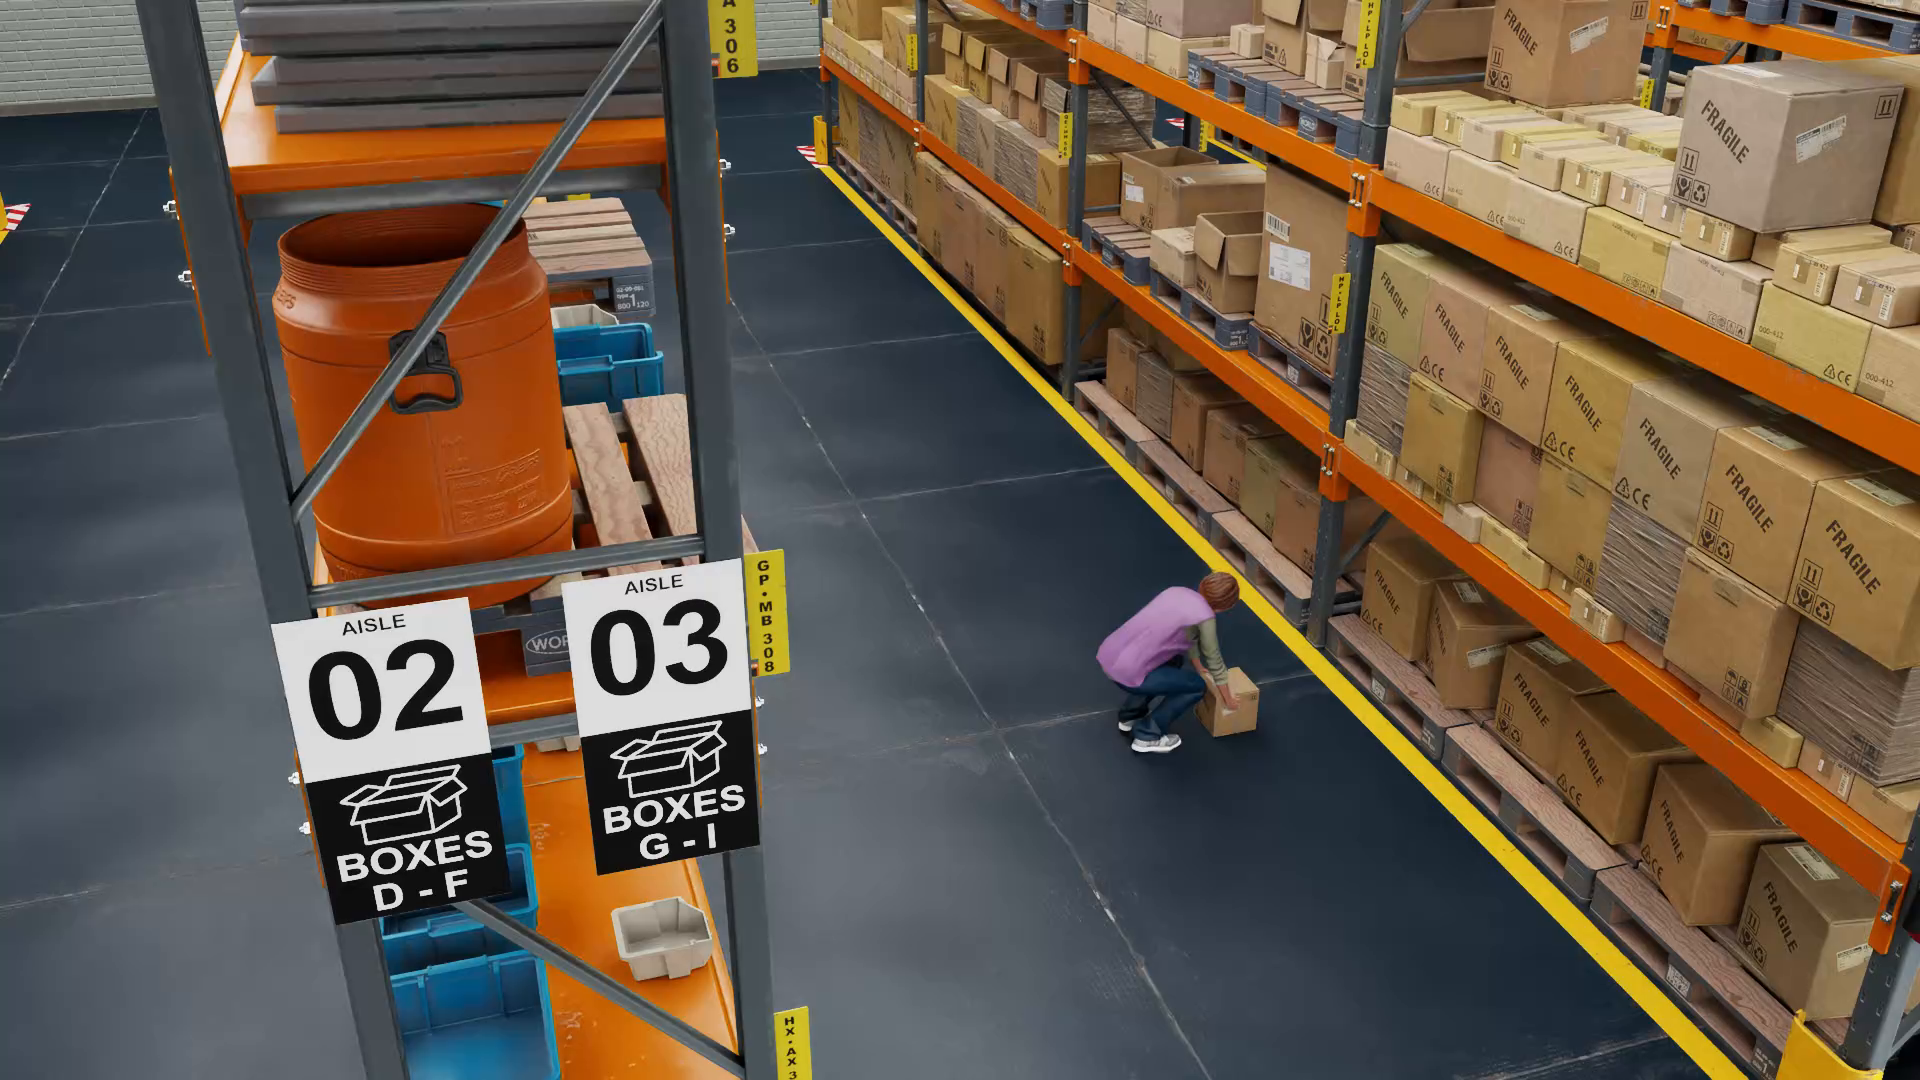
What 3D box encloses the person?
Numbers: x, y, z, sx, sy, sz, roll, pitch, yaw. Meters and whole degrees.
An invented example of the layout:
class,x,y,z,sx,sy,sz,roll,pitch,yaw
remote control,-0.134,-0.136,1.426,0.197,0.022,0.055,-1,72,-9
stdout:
class,x,y,z,sx,sy,sz,roll,pitch,yaw
person,1.089,0.634,8.680,0.797,0.868,0.445,-8,28,-16
